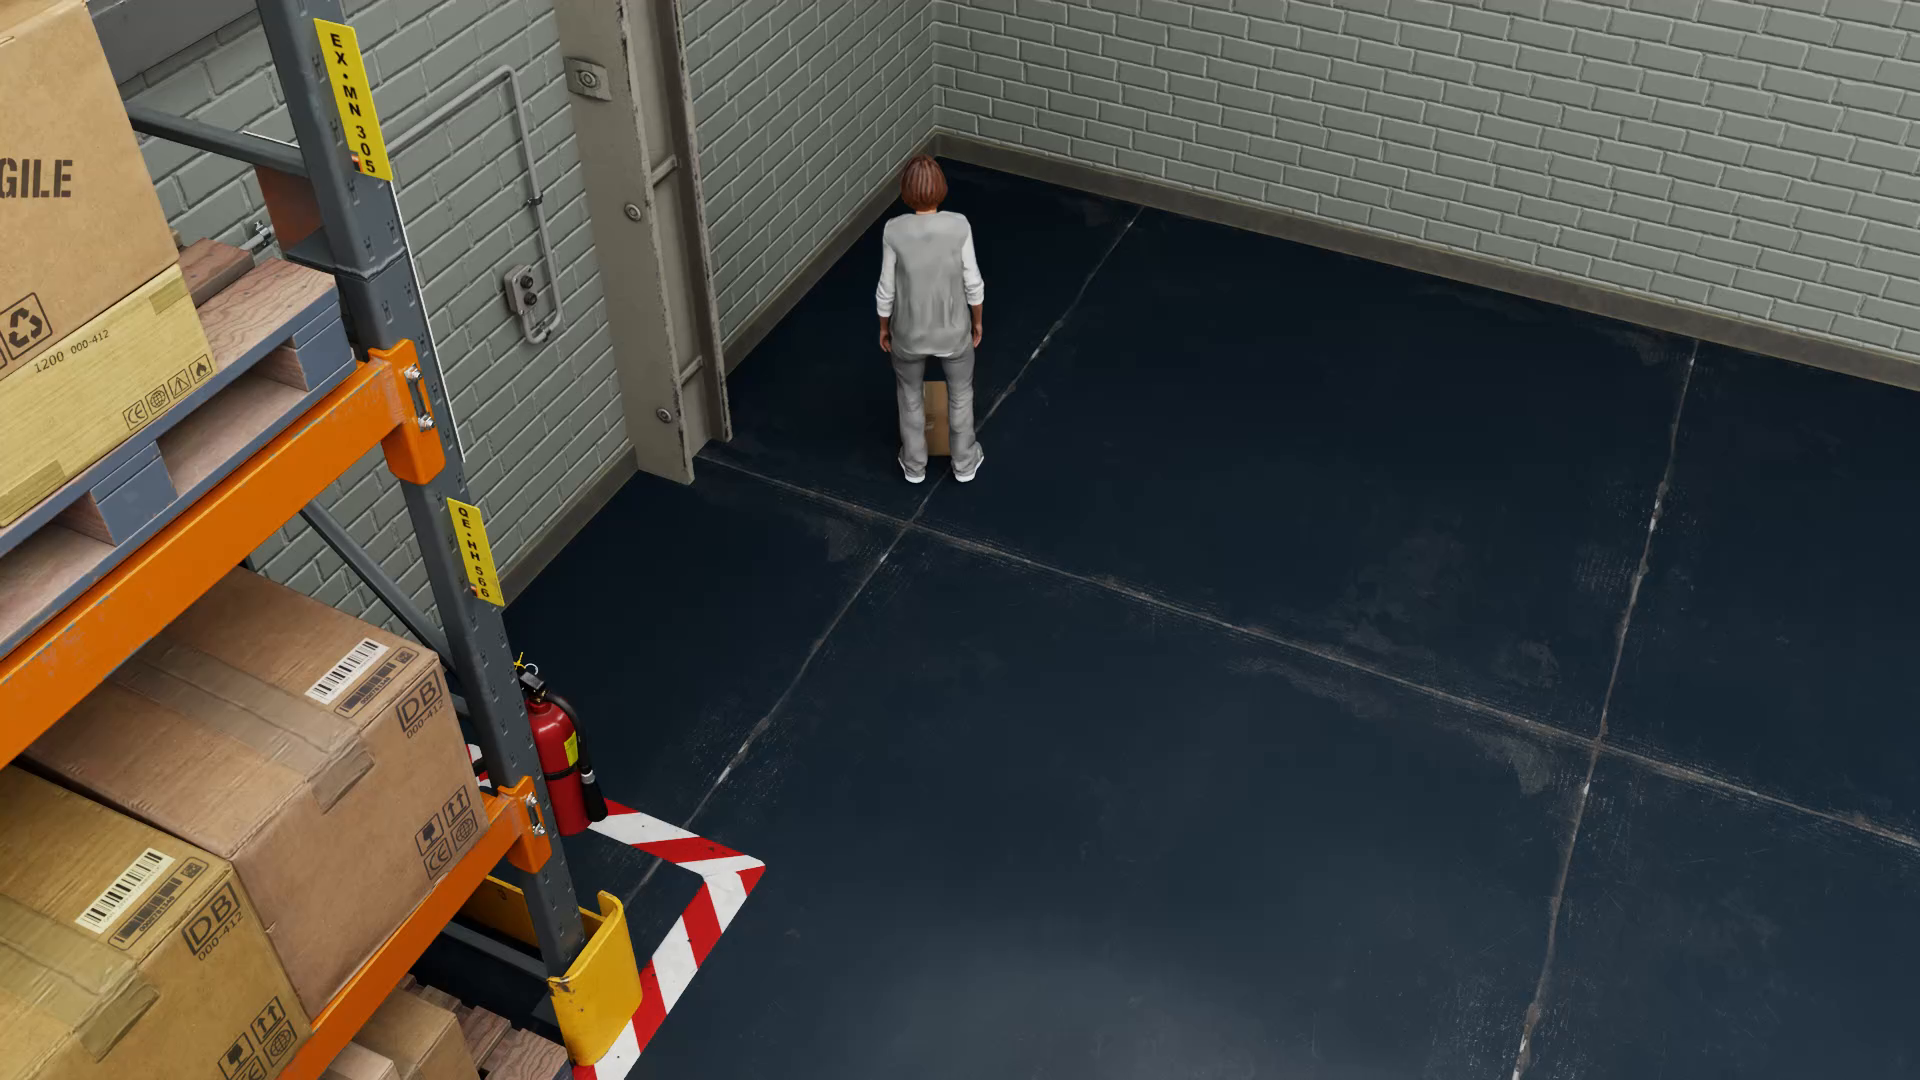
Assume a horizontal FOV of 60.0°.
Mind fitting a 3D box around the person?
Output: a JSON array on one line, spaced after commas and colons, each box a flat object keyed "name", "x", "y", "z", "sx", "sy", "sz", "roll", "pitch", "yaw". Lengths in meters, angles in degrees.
[{"name": "person", "x": -0.110, "y": -0.904, "z": 7.152, "sx": 0.463, "sy": 1.594, "sz": 0.343, "roll": 0, "pitch": 43, "yaw": 0}]
